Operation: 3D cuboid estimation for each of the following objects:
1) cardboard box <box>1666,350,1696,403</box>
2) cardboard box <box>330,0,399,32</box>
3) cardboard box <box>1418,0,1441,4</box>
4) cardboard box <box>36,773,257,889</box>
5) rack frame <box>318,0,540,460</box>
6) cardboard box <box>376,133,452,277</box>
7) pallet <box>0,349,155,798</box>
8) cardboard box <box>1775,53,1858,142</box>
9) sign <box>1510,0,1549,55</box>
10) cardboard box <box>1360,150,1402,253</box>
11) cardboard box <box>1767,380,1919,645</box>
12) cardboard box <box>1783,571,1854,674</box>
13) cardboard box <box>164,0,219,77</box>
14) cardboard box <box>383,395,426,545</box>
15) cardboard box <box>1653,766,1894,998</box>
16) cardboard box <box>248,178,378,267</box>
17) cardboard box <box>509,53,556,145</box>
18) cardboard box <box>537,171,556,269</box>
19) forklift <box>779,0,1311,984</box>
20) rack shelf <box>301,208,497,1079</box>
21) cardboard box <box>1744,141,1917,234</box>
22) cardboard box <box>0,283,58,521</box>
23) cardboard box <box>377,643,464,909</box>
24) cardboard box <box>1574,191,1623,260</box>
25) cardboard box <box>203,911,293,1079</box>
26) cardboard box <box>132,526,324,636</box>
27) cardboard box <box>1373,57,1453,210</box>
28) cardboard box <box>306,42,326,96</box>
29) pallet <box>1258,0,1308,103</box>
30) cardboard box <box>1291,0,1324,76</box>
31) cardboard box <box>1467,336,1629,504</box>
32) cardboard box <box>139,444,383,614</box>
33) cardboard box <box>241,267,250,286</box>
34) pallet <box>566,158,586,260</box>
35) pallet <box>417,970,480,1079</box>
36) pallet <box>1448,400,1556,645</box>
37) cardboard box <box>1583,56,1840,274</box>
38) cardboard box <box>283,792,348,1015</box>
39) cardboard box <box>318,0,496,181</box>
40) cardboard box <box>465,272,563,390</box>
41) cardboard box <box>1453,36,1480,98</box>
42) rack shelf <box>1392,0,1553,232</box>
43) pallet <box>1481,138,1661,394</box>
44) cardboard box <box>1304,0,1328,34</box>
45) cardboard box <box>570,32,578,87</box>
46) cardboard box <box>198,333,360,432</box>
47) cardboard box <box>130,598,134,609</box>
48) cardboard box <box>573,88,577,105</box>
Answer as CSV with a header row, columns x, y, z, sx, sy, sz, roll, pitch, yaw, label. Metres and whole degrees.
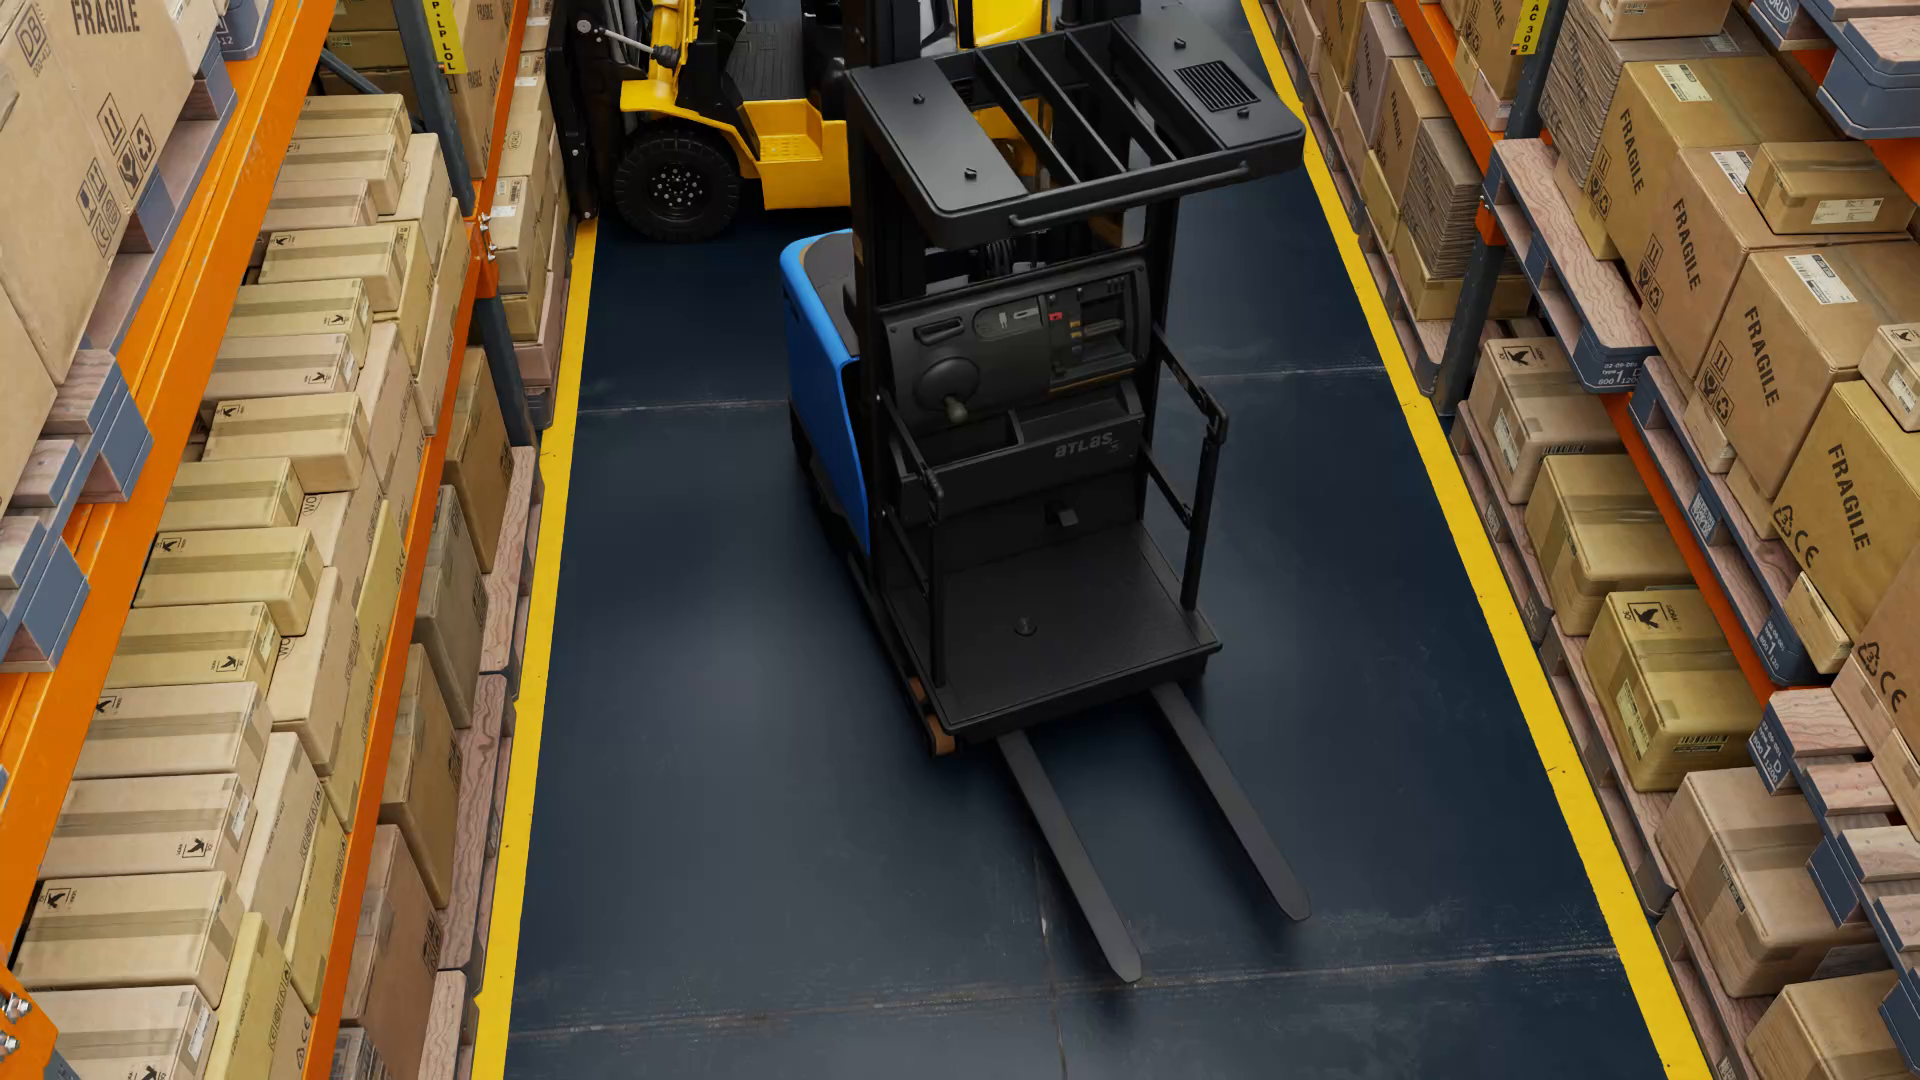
x,y,z,sx,sy,sz,roll,pitch,yaw,label
2.464,-0.539,5.215,0.380,0.149,0.250,-3,47,-3,cardboard box
-2.055,-1.953,5.950,0.380,0.149,0.250,-3,47,-2,cardboard box
2.203,-2.512,7.373,0.380,0.149,0.250,-4,47,-4,cardboard box
-1.793,0.666,3.675,0.380,0.149,0.250,-2,47,-2,cardboard box
-2.324,-1.345,6.094,1.000,3.000,0.127,-3,47,-3,rack frame
-2.028,-1.126,5.646,0.500,0.250,0.500,-4,47,-4,cardboard box
-2.135,0.097,2.793,1.213,0.211,1.003,-2,47,-1,pallet
2.932,-1.252,5.443,0.500,0.500,0.500,-3,47,-3,cardboard box
2.082,-1.909,6.032,0.100,0.325,0.005,-3,47,-3,sign
2.250,-1.644,7.982,0.500,0.250,0.500,-5,47,-4,cardboard box
2.544,-0.087,4.340,0.500,0.500,0.500,-6,47,-6,cardboard box
2.484,0.214,4.502,0.380,0.149,0.250,-3,47,-3,cardboard box
-1.865,-1.134,3.643,0.380,0.149,0.250,-4,47,-4,cardboard box
-1.963,-0.220,5.132,0.500,0.250,0.500,-3,47,-3,cardboard box
2.849,1.061,5.336,0.950,0.372,0.625,-4,47,-4,cardboard box
-2.067,-1.003,5.255,0.380,0.149,0.250,-4,47,-3,cardboard box
-2.138,-1.987,7.618,0.500,0.250,0.500,-2,47,-2,cardboard box
-2.101,-1.449,7.453,0.500,0.250,0.500,-4,47,-4,cardboard box
0.284,-0.564,5.402,1.130,2.935,3.031,-16,49,-15,forklift
-2.157,0.349,4.985,1.077,0.370,4.000,-3,47,-3,rack shelf
2.502,-1.012,4.769,0.380,0.149,0.250,-1,47,-1,cardboard box
-1.807,-0.235,2.550,0.500,0.500,0.500,-3,47,-3,cardboard box
-2.147,0.810,5.400,0.875,0.625,0.625,-5,47,-5,cardboard box
2.365,-1.107,5.753,0.380,0.149,0.250,-3,47,-2,cardboard box
-1.758,1.091,3.546,0.500,0.250,0.500,-4,47,-3,cardboard box
-1.841,0.110,4.201,0.380,0.149,0.250,-3,47,-2,cardboard box
2.260,-1.886,7.695,0.500,0.500,0.500,-3,47,-3,cardboard box
-2.631,-1.688,6.350,0.500,0.500,0.500,-4,47,-4,cardboard box
2.326,-2.940,9.525,1.003,0.211,1.213,-3,47,-3,pallet
2.114,-2.772,9.051,0.500,0.250,0.500,-2,47,-2,cardboard box
2.668,-0.511,6.825,0.950,0.372,0.625,-3,47,-3,cardboard box
-1.918,-0.017,4.596,0.500,0.250,0.500,-3,47,-3,cardboard box
-2.505,-0.718,5.260,0.500,0.250,0.500,-4,47,-4,cardboard box
-2.454,-1.849,8.492,1.003,0.211,1.213,-3,47,-3,pallet
-2.019,1.910,4.932,1.003,0.211,1.213,-3,47,-3,pallet
2.688,-0.127,6.862,1.003,0.211,1.213,-3,47,-3,pallet
2.418,-1.211,5.405,0.500,0.500,0.500,-3,47,-3,cardboard box
-1.820,0.901,4.071,0.500,0.250,0.500,-4,47,-4,cardboard box
-2.101,-1.716,6.377,0.500,0.500,0.500,-5,47,-4,cardboard box
-2.035,-0.914,7.291,0.500,0.250,0.500,-3,47,-3,cardboard box
2.263,-1.957,6.847,0.380,0.149,0.250,-3,47,-2,cardboard box
2.454,-2.849,8.014,1.077,0.370,4.000,-3,47,-3,rack shelf
2.541,-1.022,5.920,1.003,0.211,1.213,-3,47,-3,pallet
2.129,-3.005,8.754,0.500,0.500,0.500,-5,47,-5,cardboard box
-2.212,-2.541,8.487,0.500,0.250,0.500,-4,47,-4,cardboard box
-1.938,-0.446,4.727,0.380,0.149,0.250,-3,47,-3,cardboard box
-2.388,0.388,4.212,0.500,0.250,0.500,-4,47,-4,cardboard box
-2.174,-2.020,8.338,0.500,0.250,0.500,-2,47,-2,cardboard box
